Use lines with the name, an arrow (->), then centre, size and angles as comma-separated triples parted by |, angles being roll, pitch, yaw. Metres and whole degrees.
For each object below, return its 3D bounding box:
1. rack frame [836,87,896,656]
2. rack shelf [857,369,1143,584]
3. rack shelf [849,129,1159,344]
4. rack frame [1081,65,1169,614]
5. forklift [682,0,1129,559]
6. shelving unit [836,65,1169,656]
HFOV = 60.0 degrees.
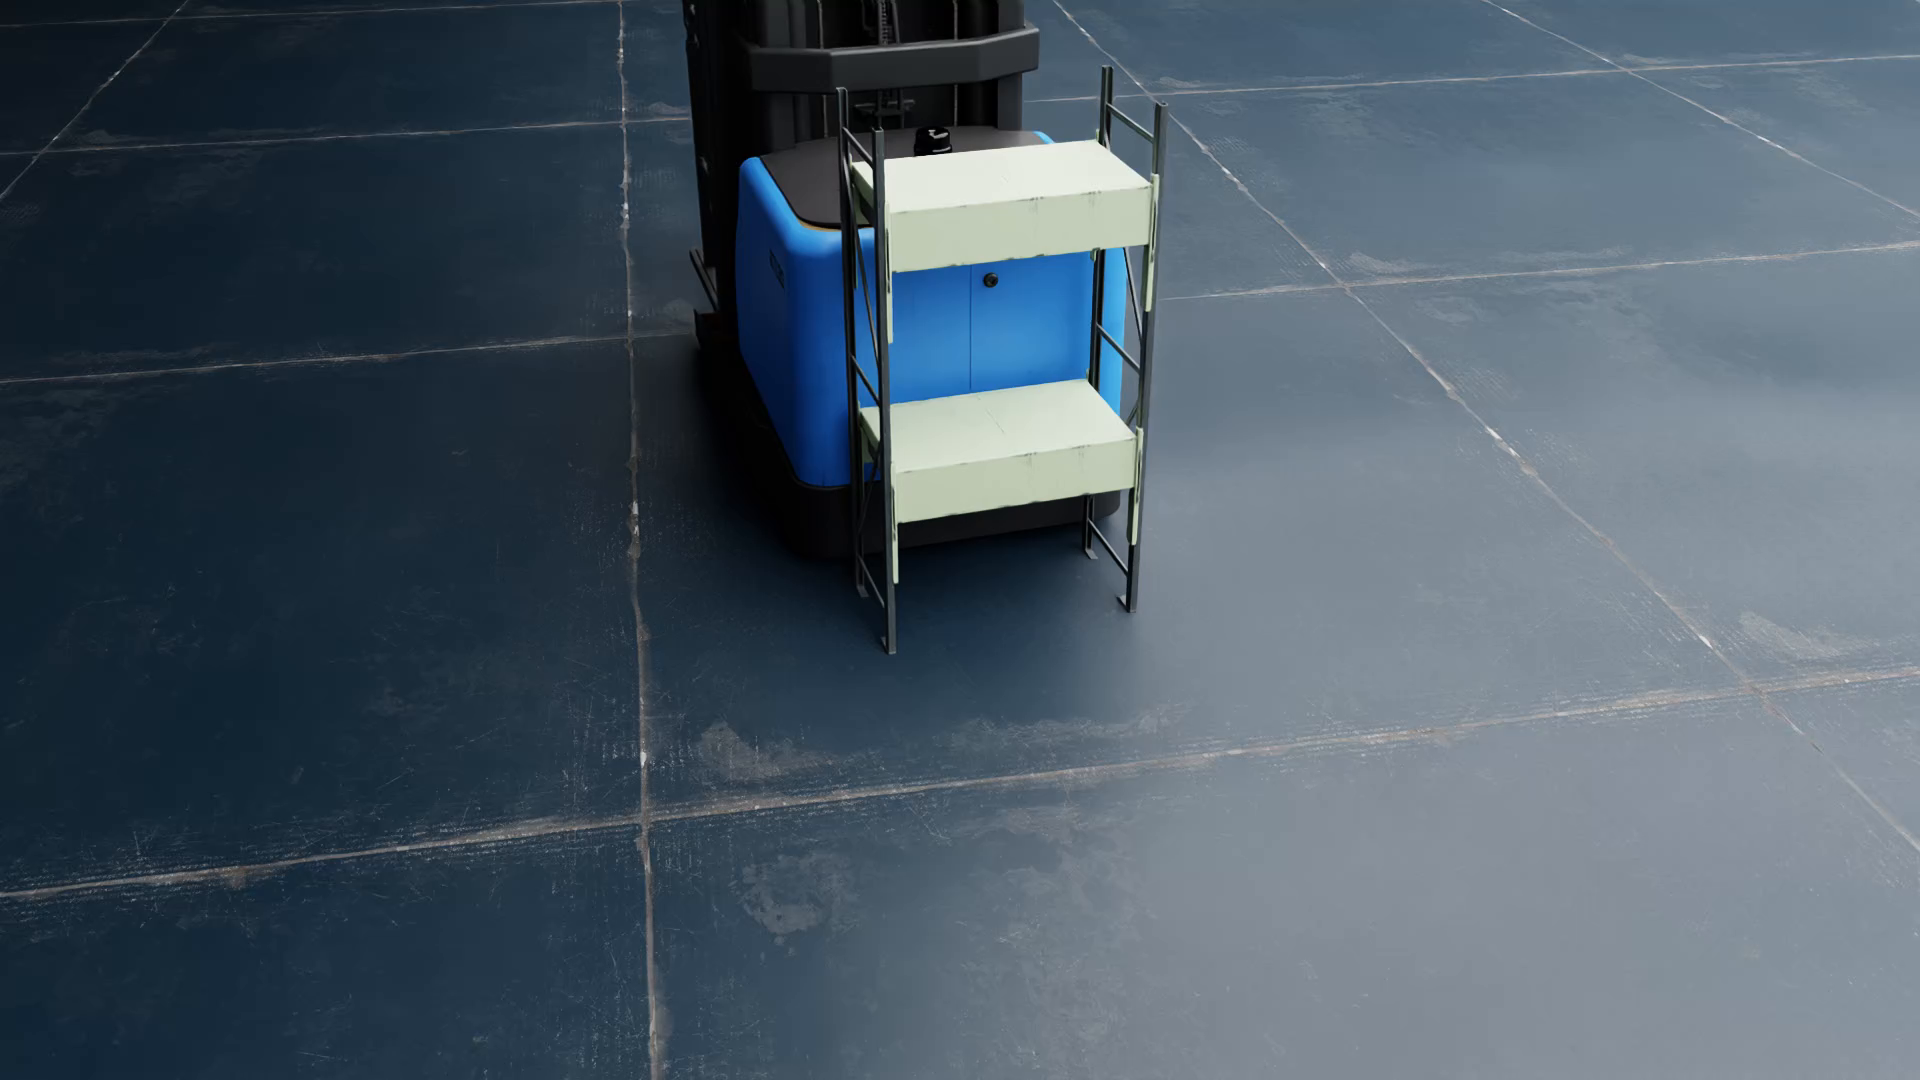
rack frame -> -0.250, -0.418, 4.481 | 0.023, 1.500, 0.400 | -9, 32, -15
rack shelf -> 0.100, -0.192, 4.739 | 0.720, 0.370, 0.431 | -9, 32, -15
rack shelf -> 0.100, -0.809, 4.376 | 0.720, 0.370, 0.431 | -9, 32, -15
rack frame -> 0.450, -0.528, 4.668 | 0.023, 1.500, 0.400 | -9, 32, -15
forklift -> -0.400, -1.942, 5.661 | 1.130, 2.935, 3.031 | -9, 32, -14
shelving unit -> 0.100, -0.473, 4.574 | 0.755, 1.500, 0.431 | -9, 32, -15
